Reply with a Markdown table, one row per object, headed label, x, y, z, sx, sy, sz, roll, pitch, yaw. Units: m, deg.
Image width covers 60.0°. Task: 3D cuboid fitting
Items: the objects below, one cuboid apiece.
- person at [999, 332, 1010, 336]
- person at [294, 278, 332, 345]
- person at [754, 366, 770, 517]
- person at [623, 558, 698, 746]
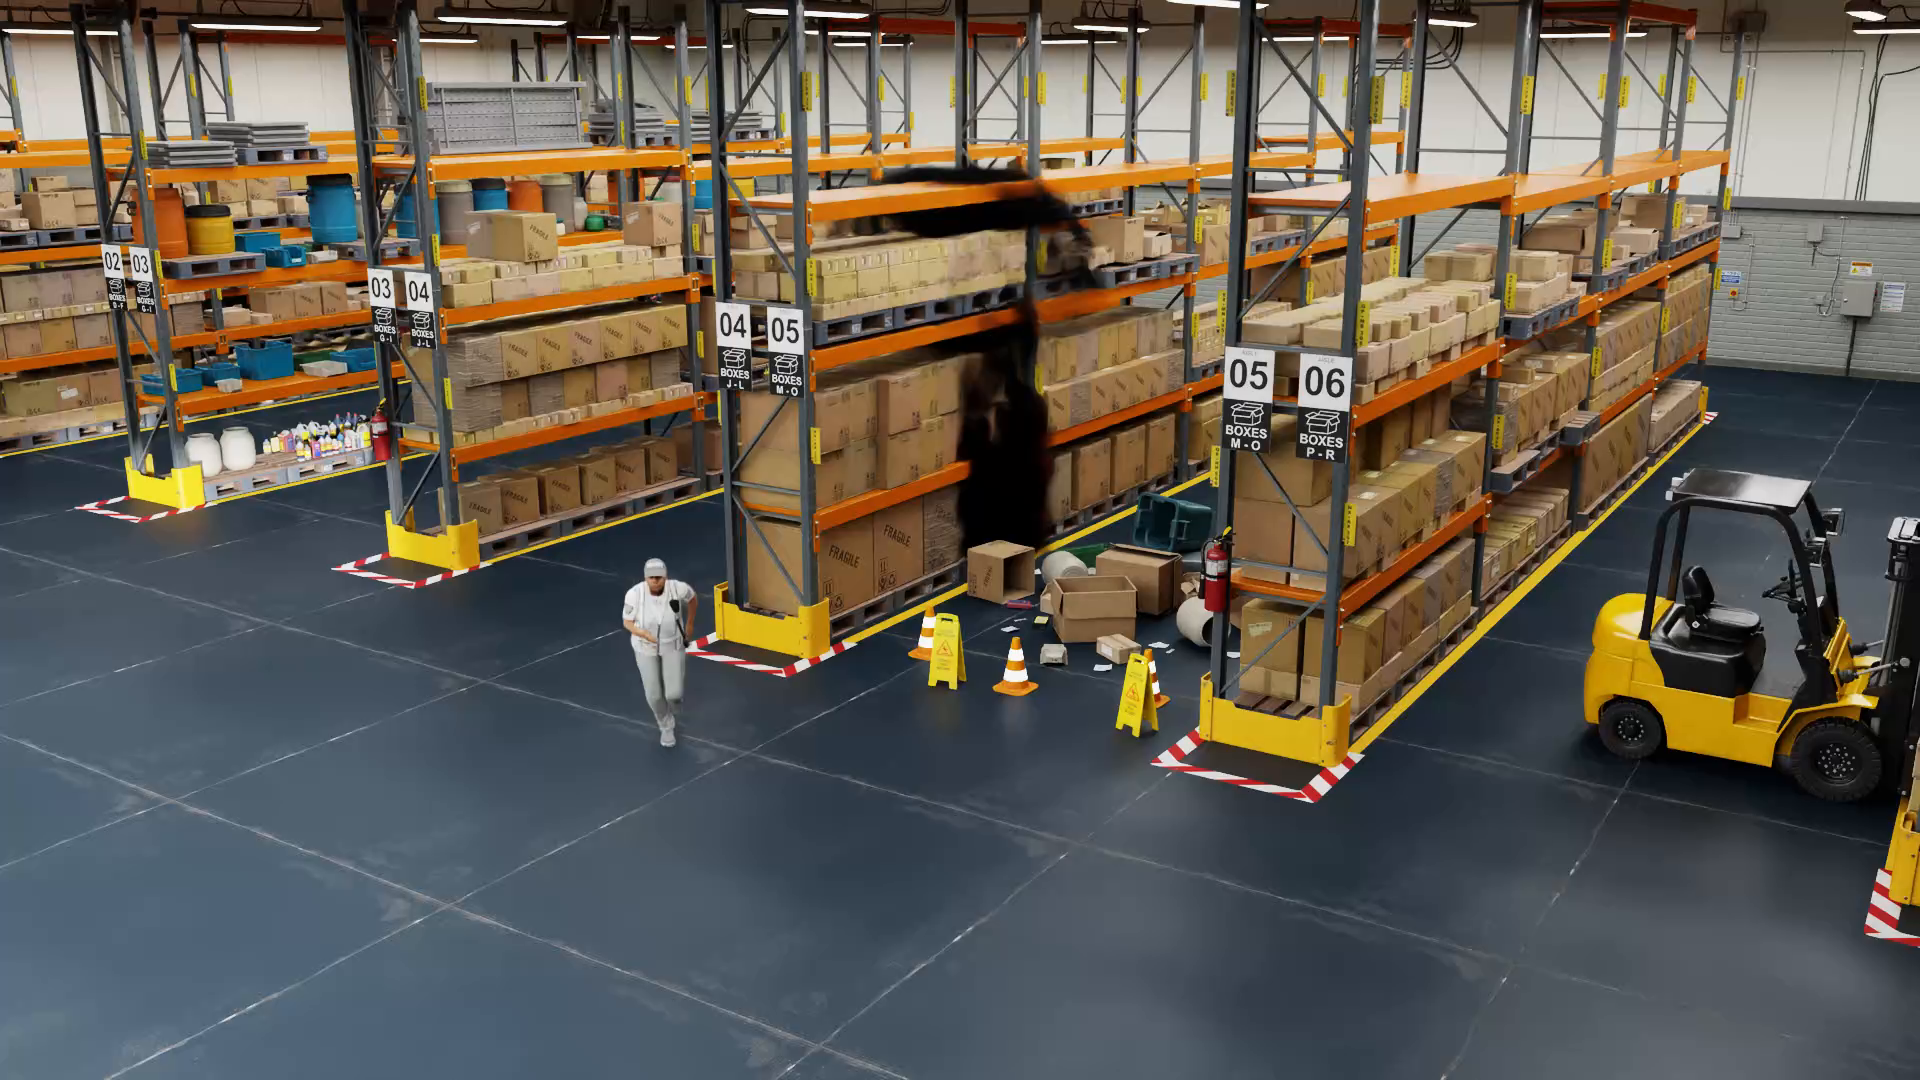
| label | x | y | z | sx | sy | sz | roll | pitch | yaw |
| --- | --- | --- | --- | --- | --- | --- | --- | --- | --- |
| person | 0.583 | -1.939 | 22.190 | 0.564 | 1.676 | 0.892 | 11 | 19 | 34 |
| person | -12.198 | -4.277 | 31.199 | 0.668 | 1.694 | 0.693 | 10 | 18 | 31 |
| person | -2.085 | -1.082 | 18.619 | 0.693 | 1.789 | 0.879 | 7 | 17 | 23 |
| person | -2.347 | 0.884 | 13.102 | 0.576 | 1.595 | 0.653 | -2 | 16 | -7 |
